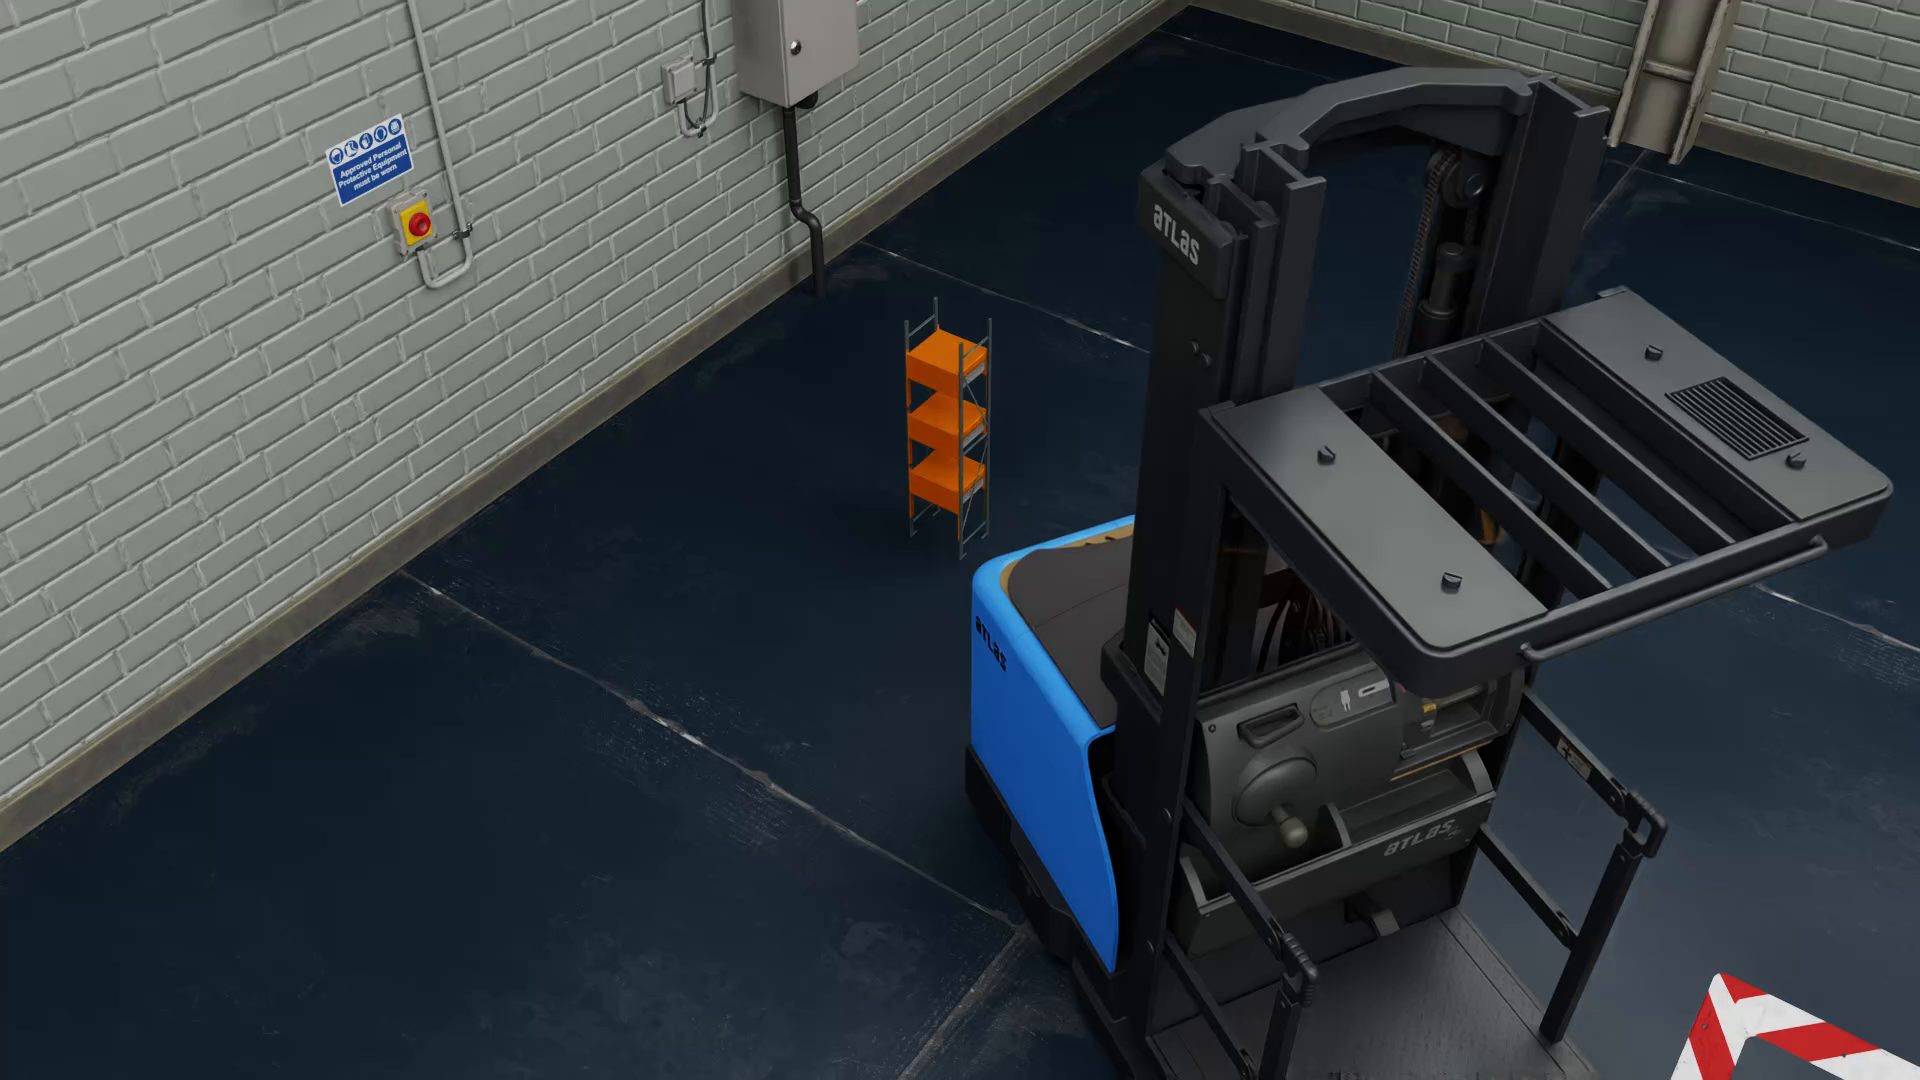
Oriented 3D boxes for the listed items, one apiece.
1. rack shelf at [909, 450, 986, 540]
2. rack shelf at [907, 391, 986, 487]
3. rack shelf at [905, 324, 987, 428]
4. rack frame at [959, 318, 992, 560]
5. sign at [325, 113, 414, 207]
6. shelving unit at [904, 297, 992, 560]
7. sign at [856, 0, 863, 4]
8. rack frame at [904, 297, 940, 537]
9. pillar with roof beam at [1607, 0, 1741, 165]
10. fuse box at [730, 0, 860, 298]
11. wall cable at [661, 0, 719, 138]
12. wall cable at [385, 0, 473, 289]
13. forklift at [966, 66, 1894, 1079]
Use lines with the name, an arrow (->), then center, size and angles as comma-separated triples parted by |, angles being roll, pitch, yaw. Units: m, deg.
rack shelf -> -0.044, -0.197, 6.615 | 0.240, 0.259, 0.215 | 25, 48, 25
rack shelf -> -0.044, -0.404, 6.430 | 0.240, 0.259, 0.215 | 25, 48, 25
rack shelf -> -0.044, -0.615, 6.241 | 0.240, 0.259, 0.215 | 25, 48, 25
rack frame -> 0.056, -0.365, 6.371 | 0.008, 1.050, 0.200 | 25, 48, 25
sign -> -2.045, -1.319, 5.772 | 0.001, 0.218, 0.327 | 25, 48, 25
shelving unit -> -0.044, -0.412, 6.423 | 0.252, 1.050, 0.215 | 25, 48, 25
sign -> -0.527, -2.626, 7.507 | 0.001, 0.494, 0.329 | 25, 48, 25
rack frame -> -0.144, -0.458, 6.475 | 0.008, 1.050, 0.200 | 25, 48, 25
pillar with roof beam -> 1.348, -3.197, 3.574 | 0.400, 9.000, 9.100 | 25, 48, 25
fuse box -> -0.641, -1.833, 7.515 | 0.414, 1.711, 0.539 | 25, 48, 25
wall cable -> -1.162, -2.379, 6.397 | 0.122, 1.984, 0.588 | 25, 48, 25
wall cable -> -1.967, -1.612, 5.517 | 0.123, 1.953, 0.585 | 25, 48, 25
forklift -> 1.093, 0.540, 3.948 | 1.130, 2.935, 3.031 | -17, 45, -18
